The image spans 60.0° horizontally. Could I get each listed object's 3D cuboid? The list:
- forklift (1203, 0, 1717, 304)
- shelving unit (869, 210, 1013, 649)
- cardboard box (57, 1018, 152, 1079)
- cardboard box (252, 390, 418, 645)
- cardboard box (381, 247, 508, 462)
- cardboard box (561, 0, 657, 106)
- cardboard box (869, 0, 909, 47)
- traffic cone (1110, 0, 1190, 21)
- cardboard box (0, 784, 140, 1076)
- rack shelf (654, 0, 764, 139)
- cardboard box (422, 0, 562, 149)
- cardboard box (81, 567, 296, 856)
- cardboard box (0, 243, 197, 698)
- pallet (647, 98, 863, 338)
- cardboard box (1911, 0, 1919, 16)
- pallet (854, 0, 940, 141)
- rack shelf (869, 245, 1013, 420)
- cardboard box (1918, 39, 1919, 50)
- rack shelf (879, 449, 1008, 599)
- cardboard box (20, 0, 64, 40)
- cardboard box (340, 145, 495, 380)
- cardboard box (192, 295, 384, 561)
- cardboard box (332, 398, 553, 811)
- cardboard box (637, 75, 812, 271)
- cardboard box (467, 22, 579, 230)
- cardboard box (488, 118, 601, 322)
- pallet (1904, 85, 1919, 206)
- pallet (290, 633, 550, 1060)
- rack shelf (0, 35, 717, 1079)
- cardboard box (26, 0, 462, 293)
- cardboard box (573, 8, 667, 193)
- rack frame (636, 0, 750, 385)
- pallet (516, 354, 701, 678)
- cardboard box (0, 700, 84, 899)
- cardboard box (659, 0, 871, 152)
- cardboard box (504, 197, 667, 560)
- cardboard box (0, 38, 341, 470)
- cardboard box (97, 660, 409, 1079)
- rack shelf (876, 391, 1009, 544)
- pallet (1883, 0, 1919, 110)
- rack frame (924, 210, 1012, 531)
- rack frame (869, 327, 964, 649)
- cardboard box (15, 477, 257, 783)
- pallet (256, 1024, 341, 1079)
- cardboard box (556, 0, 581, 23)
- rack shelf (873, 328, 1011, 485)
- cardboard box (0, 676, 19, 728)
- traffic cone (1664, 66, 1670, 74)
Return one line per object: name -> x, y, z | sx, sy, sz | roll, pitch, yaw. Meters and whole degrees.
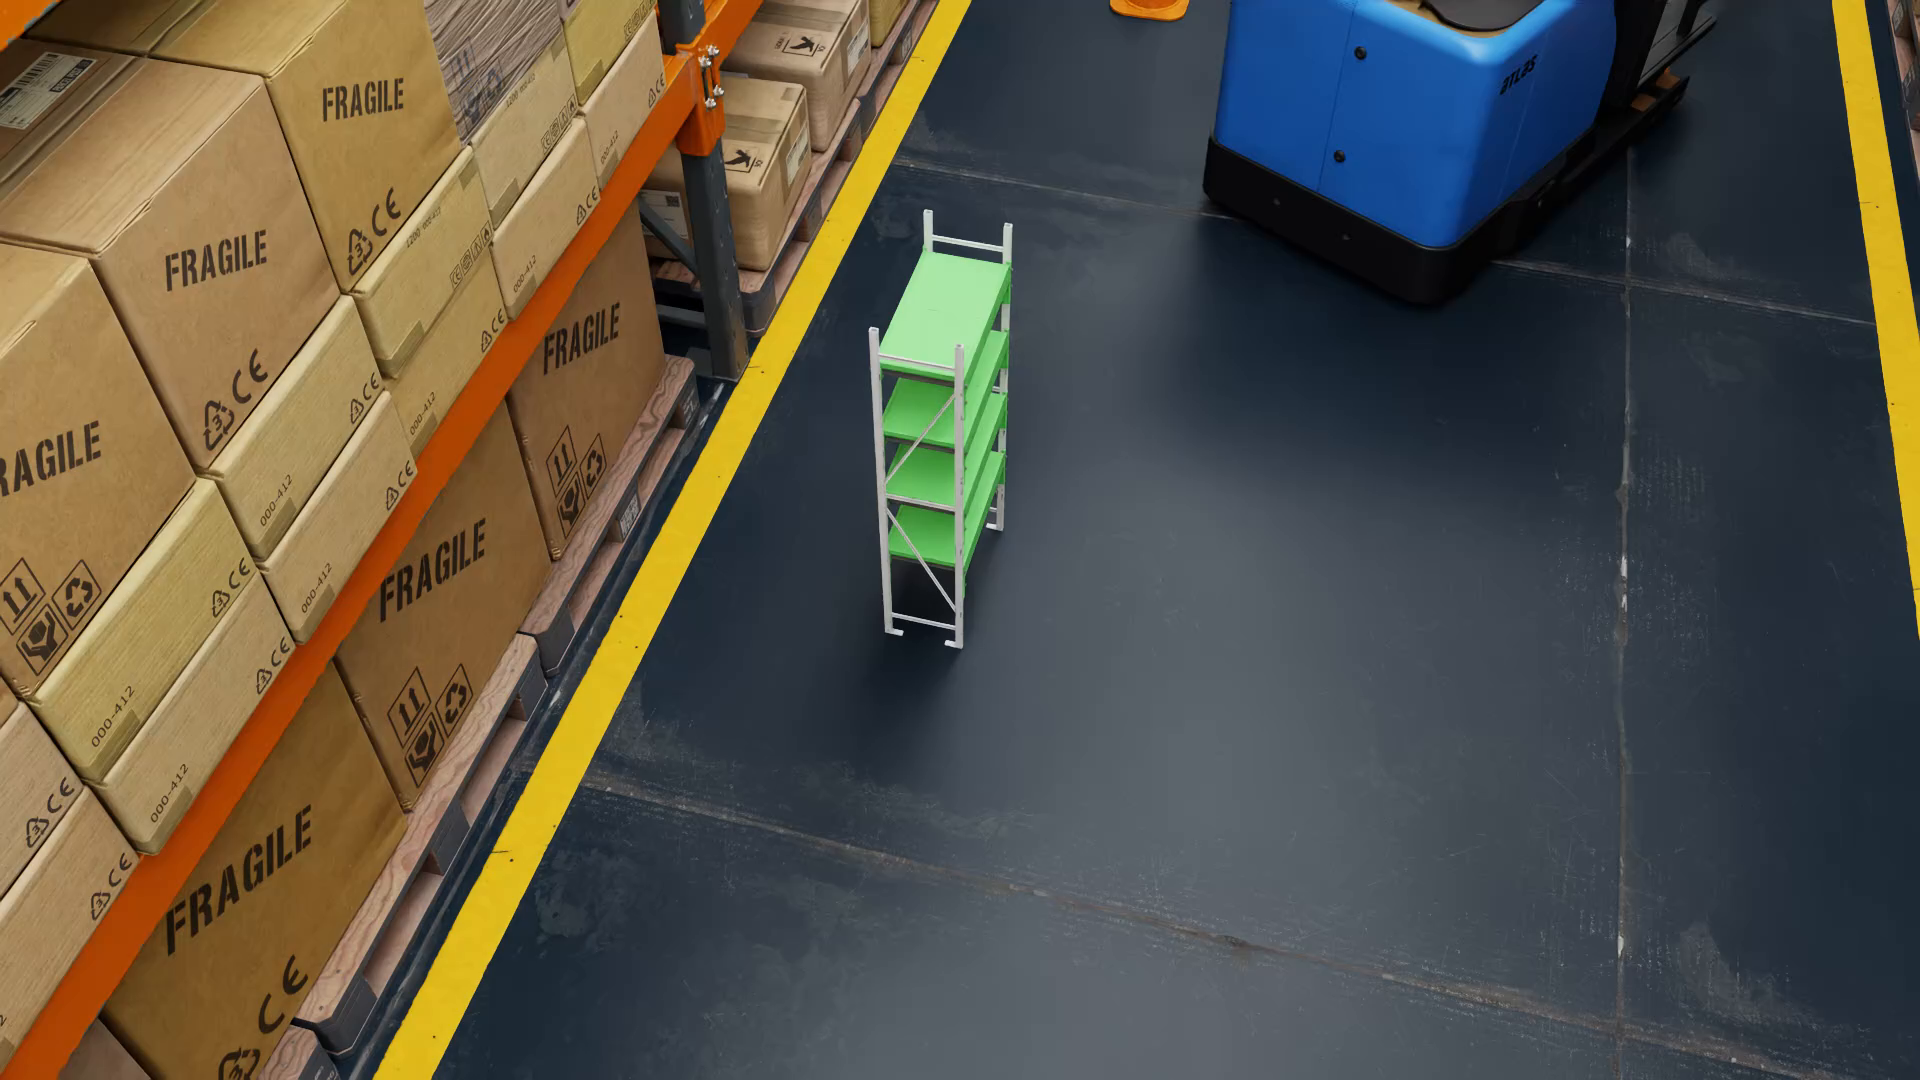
forklift -> 2.295, -2.825, 5.789 | 1.130, 2.935, 3.031 | 35, 57, 27
shelving unit -> -0.044, -0.277, 4.694 | 0.258, 1.200, 0.503 | 12, 50, 10
cardboard box -> -2.197, 1.324, 3.218 | 0.875, 0.875, 0.875 | 13, 50, 11
cardboard box -> -1.487, -0.095, 3.433 | 0.500, 0.250, 0.500 | 11, 49, 9
cardboard box -> -1.380, -0.469, 3.763 | 0.500, 0.250, 0.500 | 11, 50, 10
cardboard box -> -1.112, -1.385, 4.238 | 0.500, 0.250, 0.500 | 11, 50, 10
cardboard box -> -0.680, -2.428, 6.865 | 0.950, 0.372, 0.625 | 13, 50, 11
traffic cone -> 0.847, -2.550, 7.192 | 0.336, 0.463, 0.334 | 12, 50, 10
cardboard box -> -1.778, 0.633, 2.791 | 0.500, 0.250, 0.500 | 10, 49, 9
rack shelf -> -0.704, -2.878, 6.269 | 1.077, 0.370, 4.000 | 12, 50, 10
cardboard box -> -1.241, -1.235, 3.606 | 0.500, 0.500, 0.500 | 12, 50, 11
cardboard box -> -1.627, 0.265, 3.115 | 0.500, 0.250, 0.500 | 11, 50, 10
cardboard box -> -1.648, -0.137, 2.637 | 0.500, 0.500, 0.500 | 10, 49, 9
pallet -> -1.023, -1.312, 6.267 | 1.003, 0.211, 1.213 | 12, 50, 10
cardboard box -> 4.548, -2.587, 6.753 | 1.050, 0.750, 0.750 | 11, 50, 10
pallet -> -0.700, -2.191, 7.043 | 1.003, 0.211, 1.213 | 12, 50, 10
rack shelf -> -0.044, -0.553, 4.383 | 0.258, 0.148, 0.480 | 12, 50, 10
cardboard box -> 4.291, -1.890, 6.138 | 1.050, 0.750, 0.750 | 12, 50, 10
rack shelf -> -0.044, -0.076, 4.922 | 0.258, 0.148, 0.480 | 12, 50, 10
cardboard box -> -1.868, -0.993, 3.392 | 0.500, 0.500, 0.500 | 13, 50, 11
cardboard box -> -1.359, -0.639, 3.580 | 0.500, 0.250, 0.500 | 10, 49, 9
cardboard box -> -1.495, -0.263, 3.248 | 0.500, 0.250, 0.500 | 10, 49, 9
cardboard box -> -1.731, 0.022, 4.367 | 0.875, 0.875, 0.875 | 12, 50, 10
cardboard box -> -1.072, -1.345, 5.909 | 0.950, 0.372, 0.625 | 9, 49, 7
cardboard box -> -1.244, -1.013, 3.910 | 0.500, 0.250, 0.500 | 10, 49, 9
cardboard box -> -1.232, -0.830, 4.082 | 0.500, 0.250, 0.500 | 12, 50, 11
pallet -> 4.175, -1.278, 6.237 | 1.003, 0.211, 1.213 | 12, 50, 10
pallet -> -1.833, 0.688, 4.502 | 1.003, 0.211, 1.213 | 12, 50, 10
rack shelf -> -1.757, 0.015, 3.716 | 1.077, 0.370, 4.000 | 12, 50, 10
cardboard box -> -1.378, -0.877, 3.290 | 0.500, 0.500, 0.500 | 12, 50, 10
cardboard box -> -1.113, -1.203, 4.411 | 0.500, 0.250, 0.500 | 10, 49, 9
rack frame -> -1.230, -1.669, 4.723 | 1.000, 3.000, 0.127 | 12, 50, 10
pallet -> -1.510, -0.191, 5.278 | 1.003, 0.211, 1.213 | 12, 50, 10
cardboard box -> -1.785, 0.463, 2.607 | 0.500, 0.250, 0.500 | 12, 50, 11
cardboard box -> -0.885, -1.881, 6.382 | 0.950, 0.372, 0.625 | 11, 49, 9
cardboard box -> -1.492, -0.622, 4.935 | 0.875, 0.875, 0.875 | 11, 50, 10
cardboard box -> -1.518, -0.512, 2.968 | 0.500, 0.500, 0.500 | 11, 49, 9
cardboard box -> -1.967, 0.669, 3.796 | 0.875, 0.875, 0.875 | 13, 50, 11
rack shelf -> -0.044, -0.235, 4.742 | 0.258, 0.148, 0.480 | 12, 50, 10
pallet -> 4.494, -2.163, 7.018 | 1.003, 0.211, 1.213 | 12, 50, 10
rack frame -> 0.021, -0.454, 4.850 | 0.240, 1.200, 0.015 | 12, 50, 10
rack frame -> -0.108, -0.101, 4.539 | 0.240, 1.200, 0.015 | 12, 50, 10
cardboard box -> -1.626, 0.103, 2.925 | 0.500, 0.250, 0.500 | 12, 50, 11
pallet -> -2.153, 1.574, 3.720 | 1.003, 0.211, 1.213 | 12, 50, 10
cardboard box -> -1.114, -1.608, 3.935 | 0.500, 0.500, 0.500 | 10, 49, 9
rack shelf -> -0.044, -0.394, 4.562 | 0.258, 0.148, 0.480 | 12, 50, 10
cardboard box -> -1.783, 0.225, 2.317 | 0.500, 0.500, 0.500 | 11, 50, 10
traffic cone -> 2.815, -2.147, 6.837 | 0.336, 0.463, 0.334 | 12, 50, 10
